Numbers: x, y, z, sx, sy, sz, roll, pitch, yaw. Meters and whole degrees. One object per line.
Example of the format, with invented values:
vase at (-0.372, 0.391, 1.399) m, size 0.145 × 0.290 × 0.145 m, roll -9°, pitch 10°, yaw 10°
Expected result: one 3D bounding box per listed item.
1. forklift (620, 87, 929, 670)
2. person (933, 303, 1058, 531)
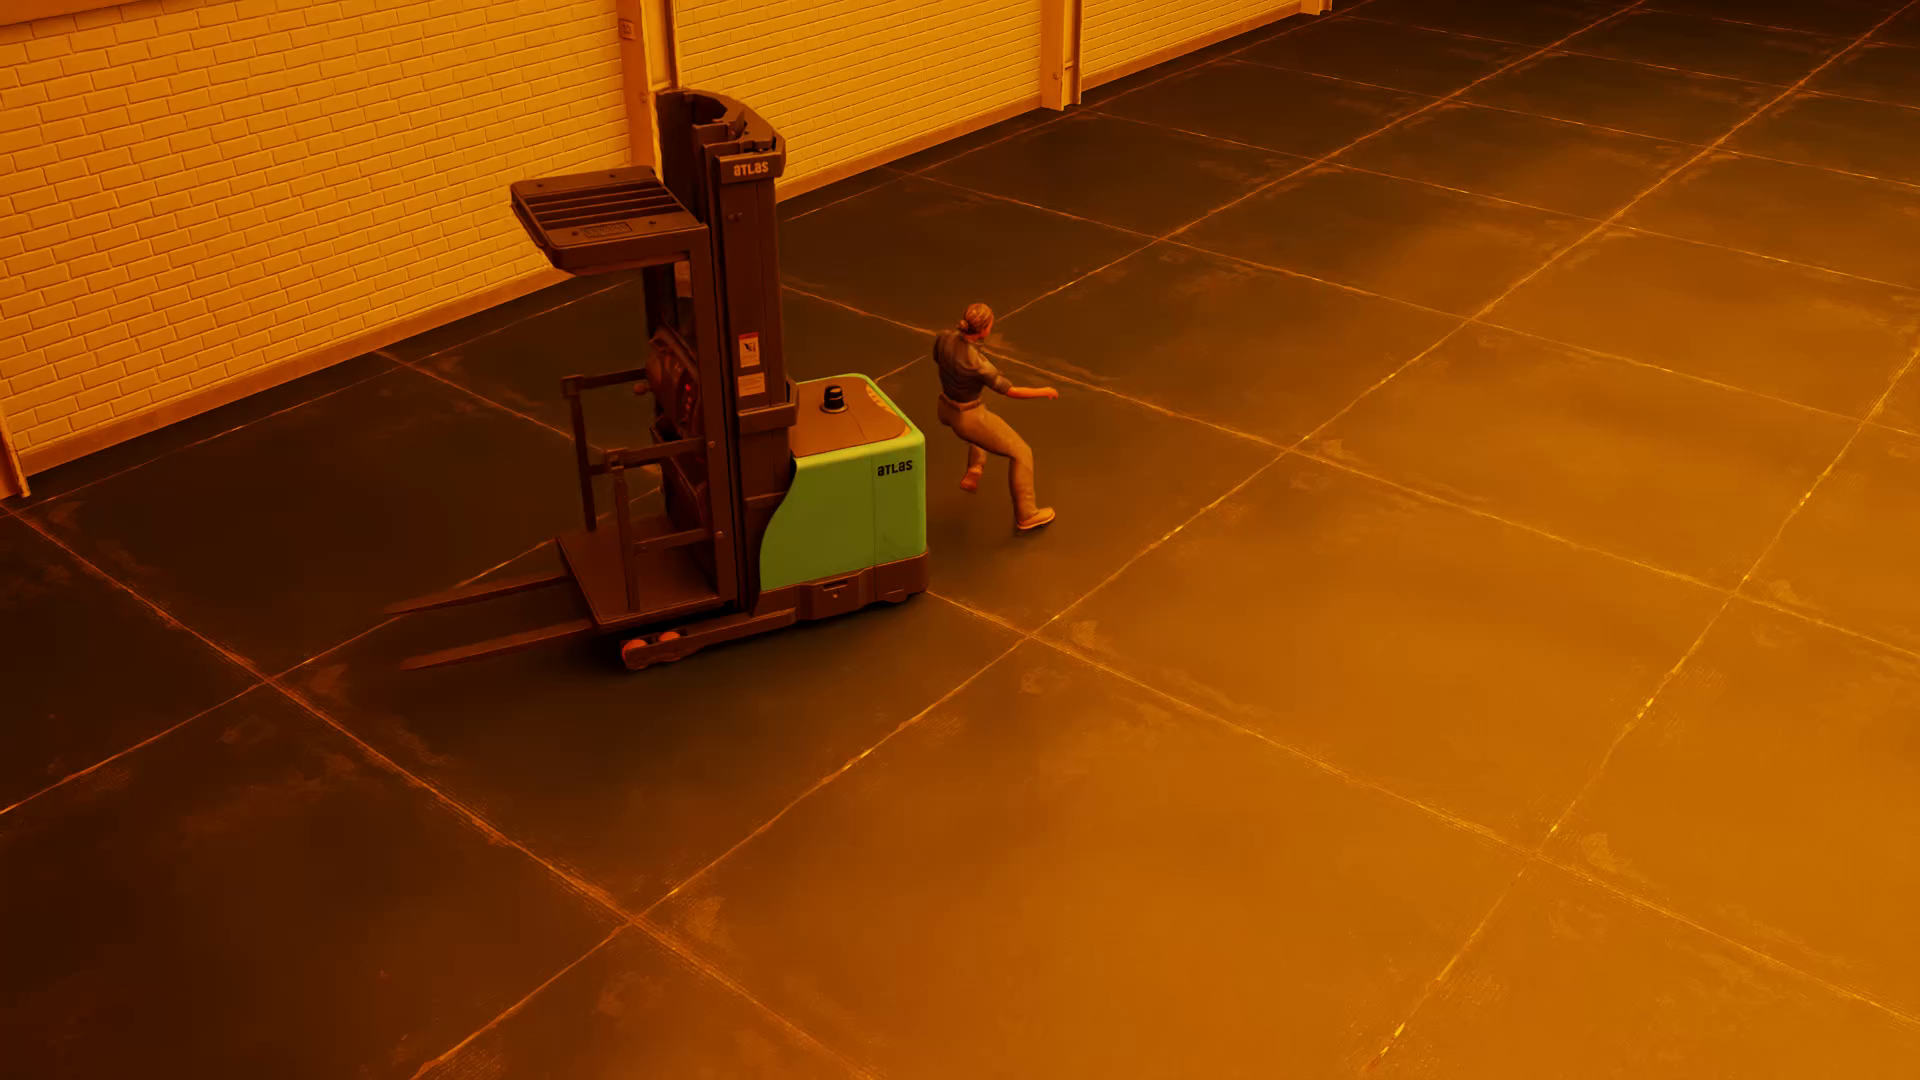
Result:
forklift at (-1.745, -0.845, 9.042) m, size 3.031 × 2.935 × 1.130 m, roll -13°, pitch 33°, yaw -21°
person at (0.228, -0.851, 10.477) m, size 0.704 × 1.479 × 0.742 m, roll -20°, pitch 36°, yaw -30°
